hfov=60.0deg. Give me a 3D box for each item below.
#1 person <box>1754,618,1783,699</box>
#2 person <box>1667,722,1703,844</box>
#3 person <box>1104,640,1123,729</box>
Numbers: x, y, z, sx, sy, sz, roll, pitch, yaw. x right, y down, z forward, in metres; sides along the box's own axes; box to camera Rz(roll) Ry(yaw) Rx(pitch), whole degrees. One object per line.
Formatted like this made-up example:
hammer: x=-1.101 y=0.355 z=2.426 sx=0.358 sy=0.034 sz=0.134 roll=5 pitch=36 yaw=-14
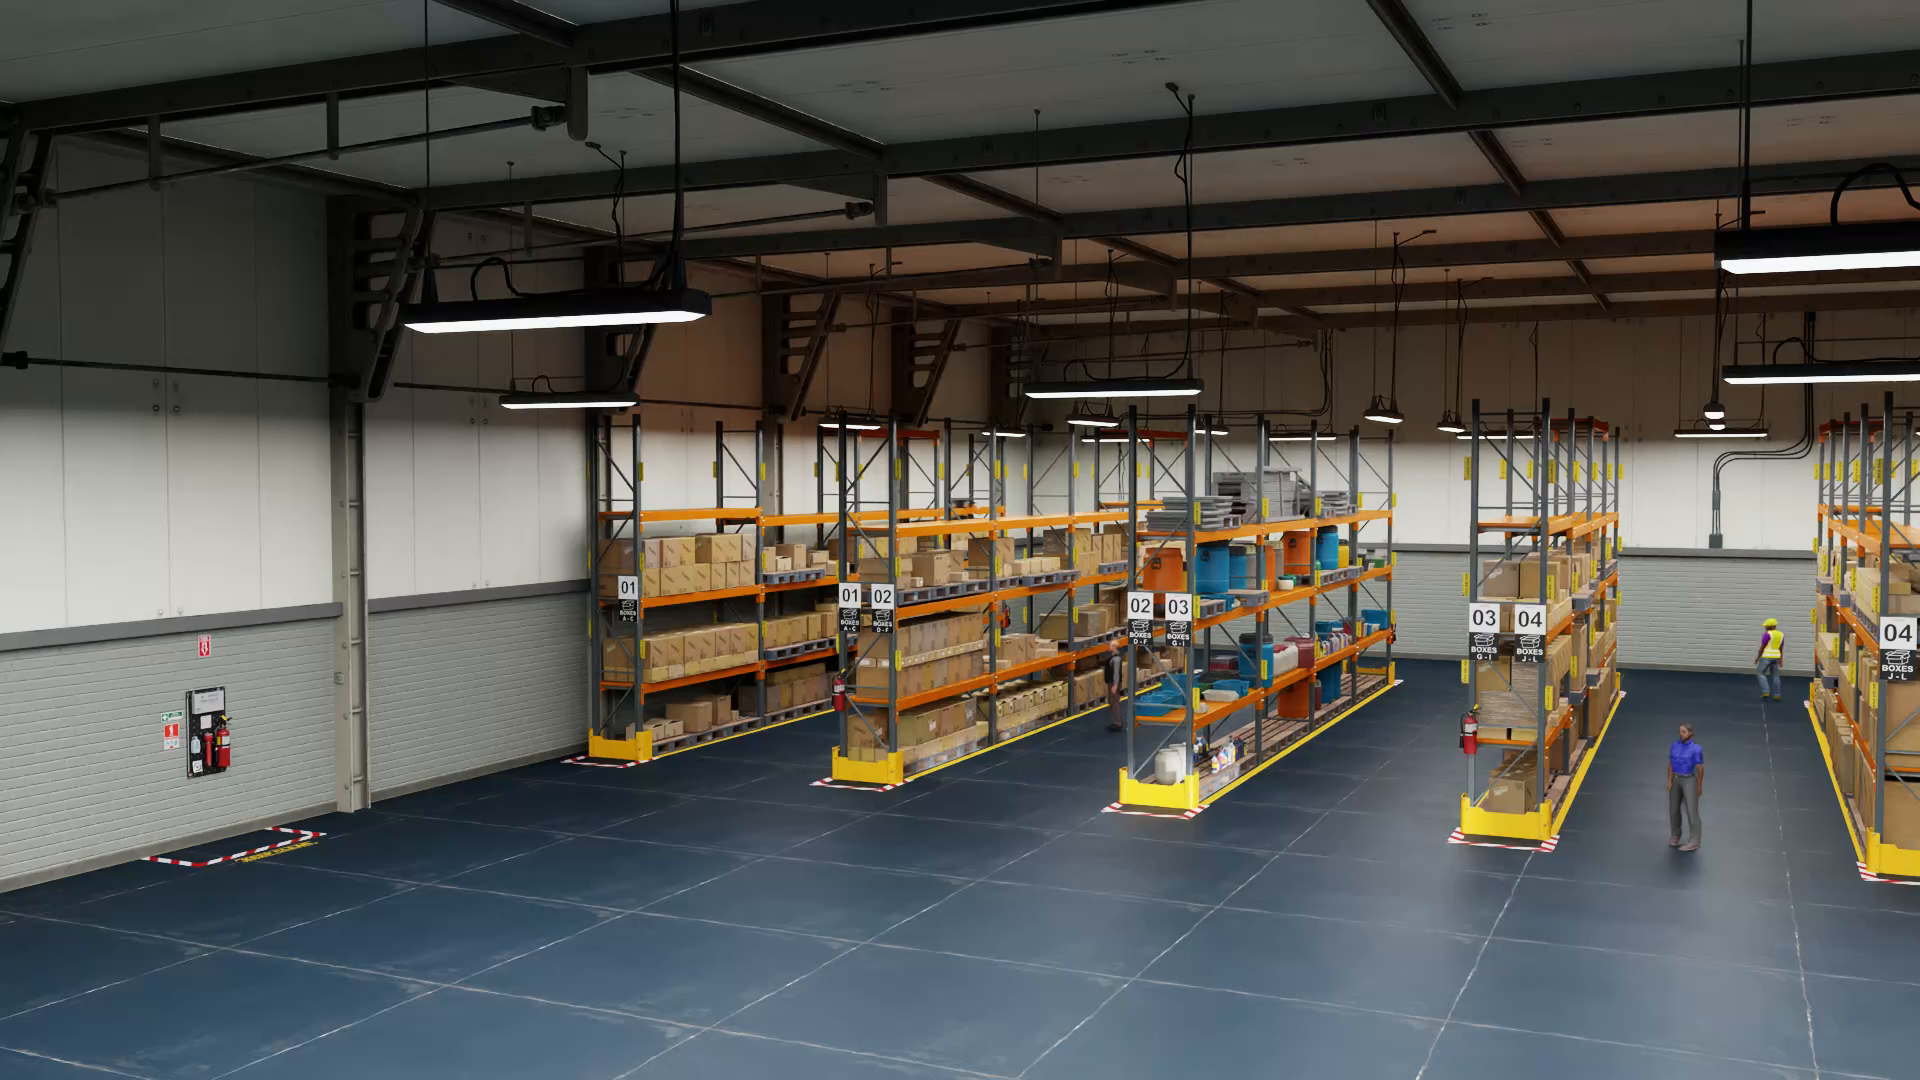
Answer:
person: x=17.729 y=2.599 z=36.413 sx=0.611 sy=1.770 sz=0.355 roll=-1 pitch=2 yaw=-20
person: x=9.639 y=3.221 z=22.139 sx=0.401 sy=1.590 sz=0.466 roll=-1 pitch=3 yaw=-33
person: x=2.991 y=2.813 z=32.294 sx=0.376 sy=1.729 sz=0.618 roll=0 pitch=2 yaw=3
